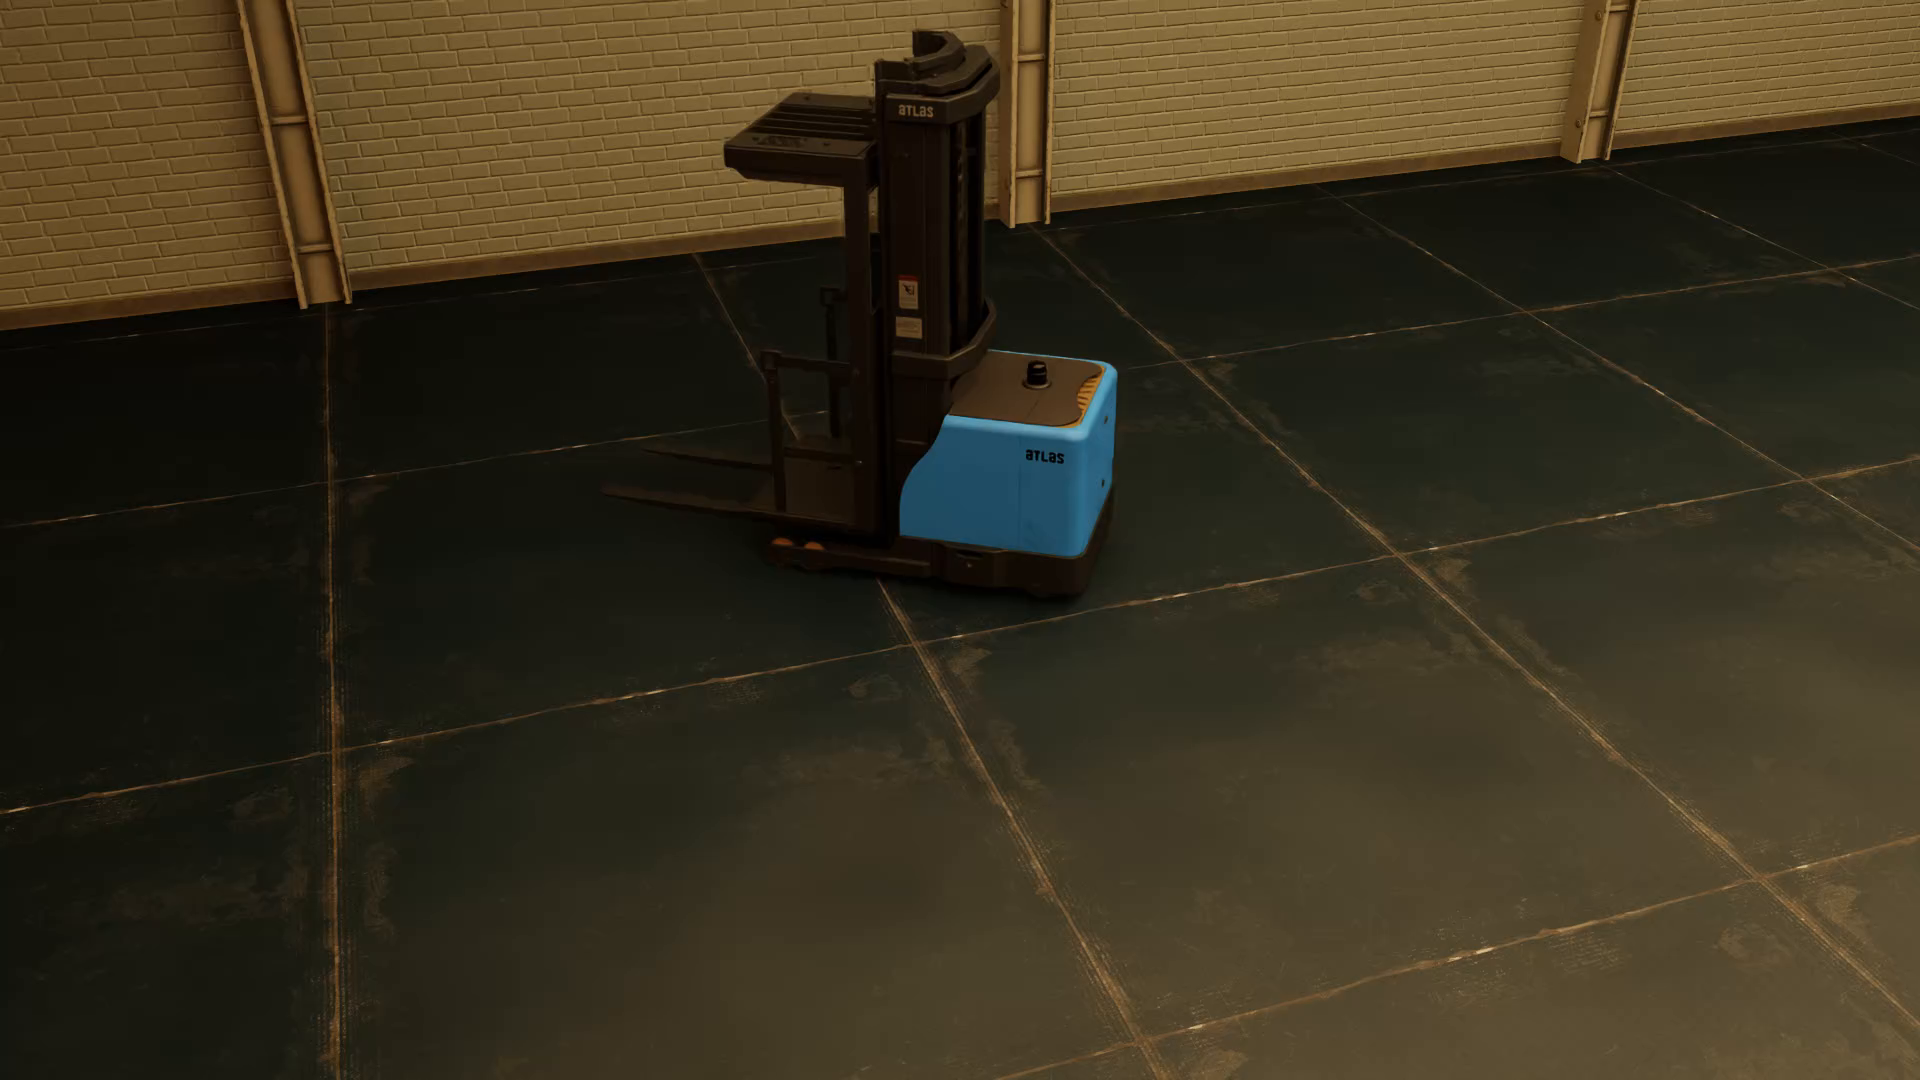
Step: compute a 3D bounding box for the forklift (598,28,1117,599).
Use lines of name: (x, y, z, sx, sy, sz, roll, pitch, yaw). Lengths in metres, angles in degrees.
forklift: (-0.649, -1.334, 9.406, 3.031, 2.935, 1.130, 8, 31, 13)
